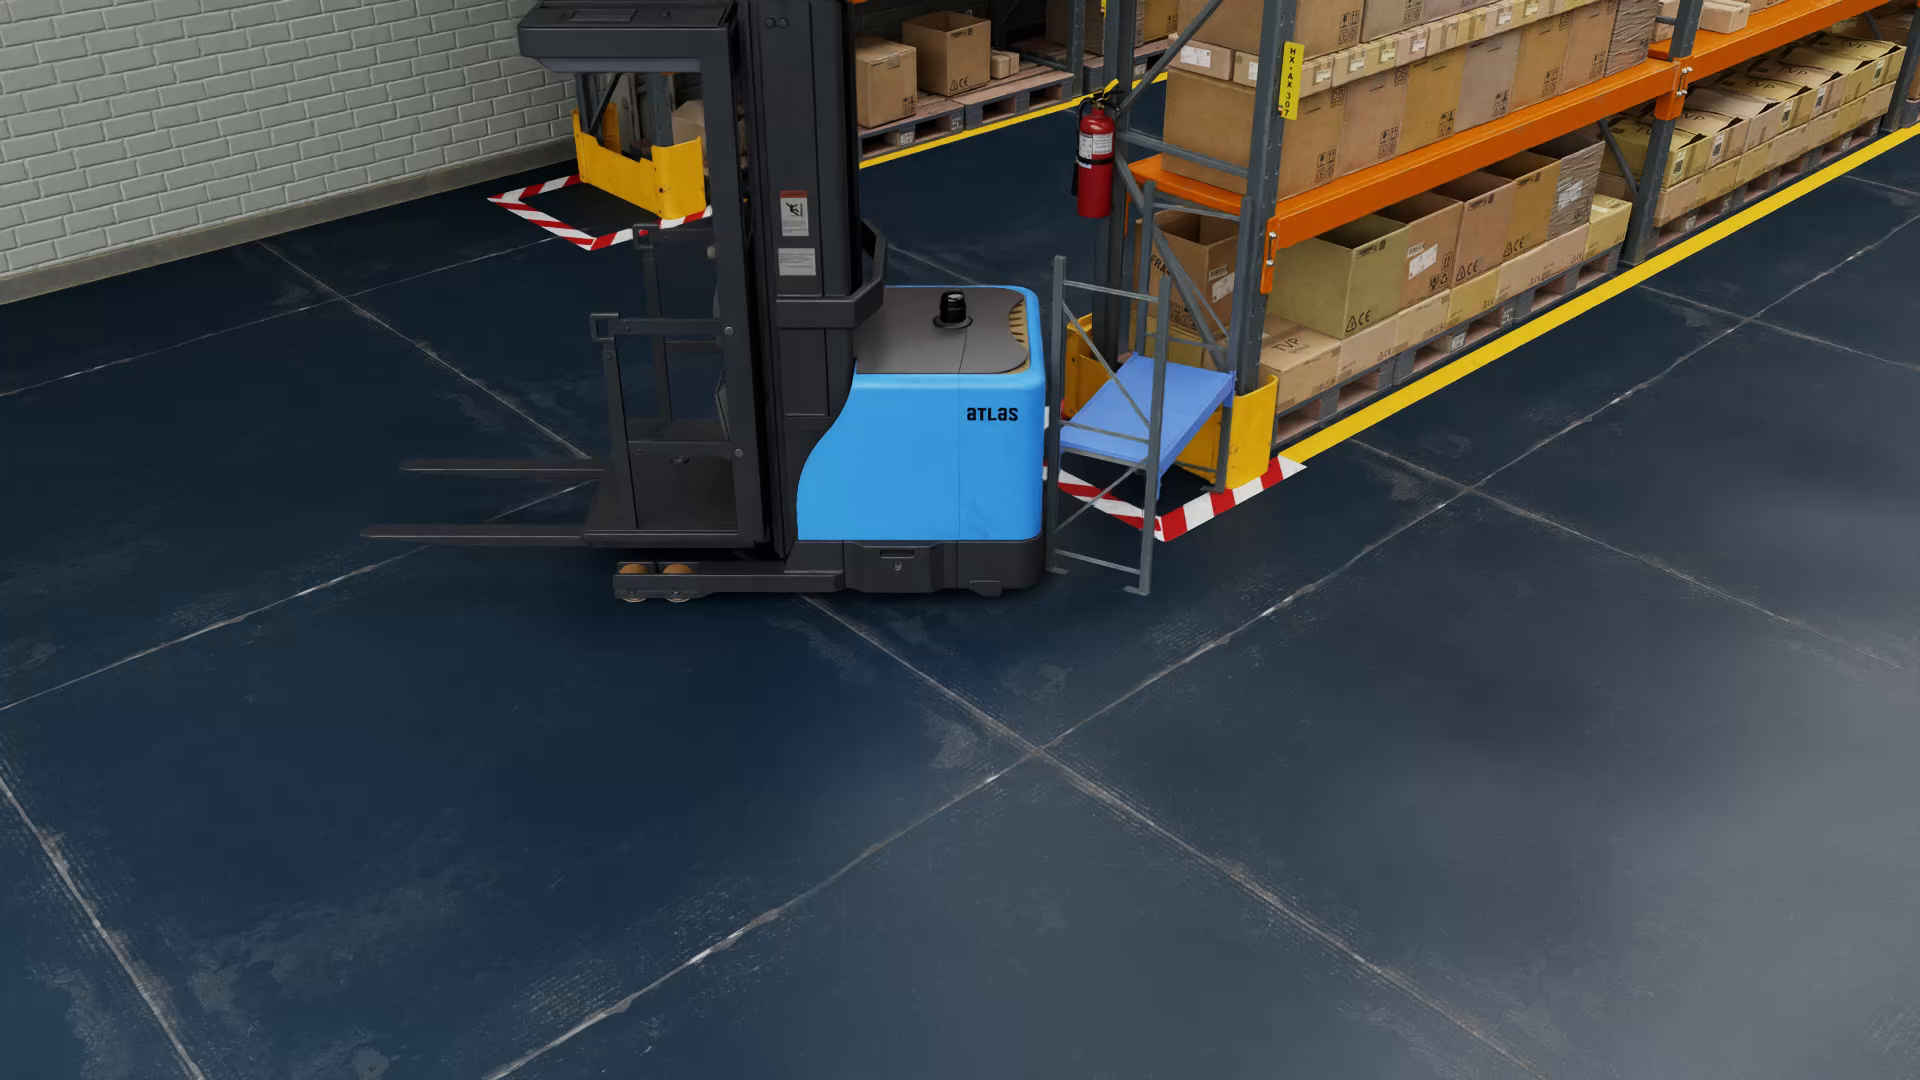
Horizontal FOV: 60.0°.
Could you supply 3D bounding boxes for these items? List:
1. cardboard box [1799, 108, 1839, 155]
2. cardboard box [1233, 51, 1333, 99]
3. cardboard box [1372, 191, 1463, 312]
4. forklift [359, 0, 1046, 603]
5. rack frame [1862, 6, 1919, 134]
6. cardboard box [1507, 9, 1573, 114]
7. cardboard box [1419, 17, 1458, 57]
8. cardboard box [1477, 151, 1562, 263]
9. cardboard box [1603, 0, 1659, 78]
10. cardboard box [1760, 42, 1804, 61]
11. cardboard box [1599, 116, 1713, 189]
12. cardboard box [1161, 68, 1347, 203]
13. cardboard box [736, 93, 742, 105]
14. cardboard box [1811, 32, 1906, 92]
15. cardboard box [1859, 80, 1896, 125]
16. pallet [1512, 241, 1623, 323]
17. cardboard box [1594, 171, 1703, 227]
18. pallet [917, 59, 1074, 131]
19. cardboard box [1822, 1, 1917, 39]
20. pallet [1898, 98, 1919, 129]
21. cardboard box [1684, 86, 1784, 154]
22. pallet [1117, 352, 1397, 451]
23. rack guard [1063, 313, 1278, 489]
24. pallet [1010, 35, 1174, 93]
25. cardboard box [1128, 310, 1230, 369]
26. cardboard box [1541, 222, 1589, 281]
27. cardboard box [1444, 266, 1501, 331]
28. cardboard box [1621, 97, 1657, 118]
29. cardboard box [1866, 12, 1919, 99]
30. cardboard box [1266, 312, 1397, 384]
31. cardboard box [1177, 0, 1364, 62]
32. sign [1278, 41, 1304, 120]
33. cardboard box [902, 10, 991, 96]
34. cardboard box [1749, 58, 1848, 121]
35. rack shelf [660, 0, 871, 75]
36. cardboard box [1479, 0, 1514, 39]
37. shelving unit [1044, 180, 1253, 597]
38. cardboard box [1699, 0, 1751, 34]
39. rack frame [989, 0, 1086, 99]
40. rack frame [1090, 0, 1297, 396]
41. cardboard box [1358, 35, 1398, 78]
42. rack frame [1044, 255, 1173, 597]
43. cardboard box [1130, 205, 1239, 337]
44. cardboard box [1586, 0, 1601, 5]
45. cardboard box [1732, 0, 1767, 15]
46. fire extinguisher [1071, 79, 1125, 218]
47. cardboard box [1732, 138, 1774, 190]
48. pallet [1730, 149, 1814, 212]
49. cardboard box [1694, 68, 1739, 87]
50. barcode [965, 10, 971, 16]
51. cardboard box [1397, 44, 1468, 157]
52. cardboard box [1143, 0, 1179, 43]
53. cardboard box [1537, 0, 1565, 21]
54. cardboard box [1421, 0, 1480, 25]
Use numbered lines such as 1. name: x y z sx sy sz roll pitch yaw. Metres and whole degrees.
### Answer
1. cardboard box: 5.966 -3.010 12.031 0.500 0.250 0.500 -25 39 -34
2. cardboard box: 1.500 -2.184 7.729 0.250 0.149 0.380 -26 40 -36
3. cardboard box: 2.333 -1.599 9.005 0.500 0.500 0.500 -26 40 -35
4. forklift: -1.147 -1.253 6.989 3.031 2.935 1.130 0 31 0
5. rack frame: 6.932 -4.646 12.472 0.127 3.000 1.000 -26 40 -35
6. cardboard box: 2.925 -2.744 9.266 0.500 0.500 0.700 -25 39 -35
7. cardboard box: 2.256 -2.551 8.329 0.250 0.149 0.380 -27 41 -37
8. cardboard box: 3.069 -1.953 9.583 0.500 0.500 0.500 -26 40 -35
9. cardboard box: 3.678 -3.110 9.864 0.500 0.500 0.700 -27 41 -37
10. cardboard box: 5.969 -3.628 12.503 0.500 0.311 0.500 -27 40 -37
11. cardboard box: 4.471 -2.523 10.697 0.500 0.311 0.500 -26 40 -35
12. cardboard box: 1.417 -2.011 8.068 0.500 0.500 0.700 -26 40 -35
13. cardboard box: -1.319 -3.155 12.191 0.500 0.311 0.500 -22 38 -32
14. cardboard box: 6.715 -3.611 12.475 0.500 0.311 0.500 -25 39 -34
15. cardboard box: 6.712 -3.372 12.622 0.500 0.250 0.500 -25 39 -34
16. pallet: 3.387 -1.771 10.444 1.213 0.211 1.003 -26 40 -35
17. cardboard box: 4.463 -2.281 10.838 0.500 0.250 0.500 -27 40 -37
18. pallet: 0.159 -3.679 13.564 1.213 0.211 1.003 -26 40 -35
19. cardboard box: 7.458 -4.188 13.699 0.500 0.500 0.500 -24 39 -34
20. pallet: 7.505 -3.706 13.609 1.213 0.211 1.003 -26 40 -35
21. cardboard box: 5.220 -2.883 11.285 0.500 0.311 0.500 -27 41 -37
22. pallet: 1.598 -0.906 9.029 1.213 0.211 1.003 -26 40 -35
23. rack guard: 1.048 -0.733 8.469 0.348 0.500 1.175 -26 40 -35
24. pallet: 1.198 -4.207 14.428 1.213 0.211 1.003 -26 40 -35
25. cardboard box: 1.258 -1.117 8.935 0.500 0.250 0.500 -26 40 -35
26. cardboard box: 3.434 -1.811 10.070 0.500 0.250 0.500 -26 40 -35
27. cardboard box: 2.711 -1.451 9.480 0.500 0.250 0.500 -26 40 -35
28. cardboard box: 4.478 -2.912 11.333 0.500 0.311 0.500 -25 39 -34
29. cardboard box: 7.460 -3.819 13.094 0.500 0.500 0.500 -24 39 -34
30. cardboard box: 1.974 -1.098 8.903 0.500 0.250 0.500 -26 40 -35
31. cardboard box: 1.455 -2.584 7.760 0.500 0.500 0.700 -26 40 -35
32. sign: 1.439 -1.997 7.234 0.005 0.325 0.100 -26 40 -35
33. cardboard box: -0.106 -3.858 13.159 0.500 0.500 0.500 26 40 35
34. cardboard box: 5.967 -3.246 11.879 0.500 0.311 0.500 -26 40 -36
35. rack shelf: -0.839 -4.104 12.276 4.000 0.370 1.077 -26 40 -35
36. cardboard box: 2.627 -2.729 8.620 0.250 0.149 0.380 -25 40 -35
37. shelving unit: 0.839 -0.693 7.445 0.538 1.500 1.048 15 34 22
38. cardboard box: 4.787 -3.356 10.603 0.250 0.149 0.380 -26 40 -35
39. rack frame: 0.628 -5.120 13.248 0.127 3.000 1.000 -26 40 -35
40. rack frame: 1.066 -1.808 7.831 0.127 3.000 1.000 -26 40 -35
41. cardboard box: 1.875 -2.367 8.028 0.250 0.149 0.380 -26 40 -35
42. rack frame: 0.611 -0.455 7.057 0.500 1.500 0.032 15 34 22
43. cardboard box: 1.257 -1.438 8.741 0.500 0.500 0.500 -26 40 -35
44. cardboard box: 3.380 -3.093 9.216 0.250 0.149 0.380 -26 40 -36
45. cardboard box: 4.959 -3.722 10.866 0.500 0.500 0.500 -23 38 -32
46. fire extinguisher: 0.663 -1.911 8.074 0.183 0.674 0.296 -26 40 -35
47. cardboard box: 5.217 -2.647 11.436 0.500 0.250 0.500 -27 41 -37
48. pallet: 5.407 -2.748 12.042 1.213 0.211 1.003 -26 40 -35
49. cardboard box: 5.217 -3.265 11.910 0.500 0.311 0.500 -26 40 -36
50. barcode: 0.069 -4.278 13.539 0.075 0.075 0.001 -26 40 -35
51. cardboard box: 2.166 -2.373 8.660 0.500 0.500 0.700 -26 40 -35
52. cardboard box: 1.501 -4.712 14.554 0.500 0.500 0.700 -27 40 -36
53. cardboard box: 3.013 -2.918 8.929 0.250 0.149 0.380 -25 39 -34
54. cardboard box: 2.206 -2.951 8.362 0.500 0.500 0.700 -26 40 -35
